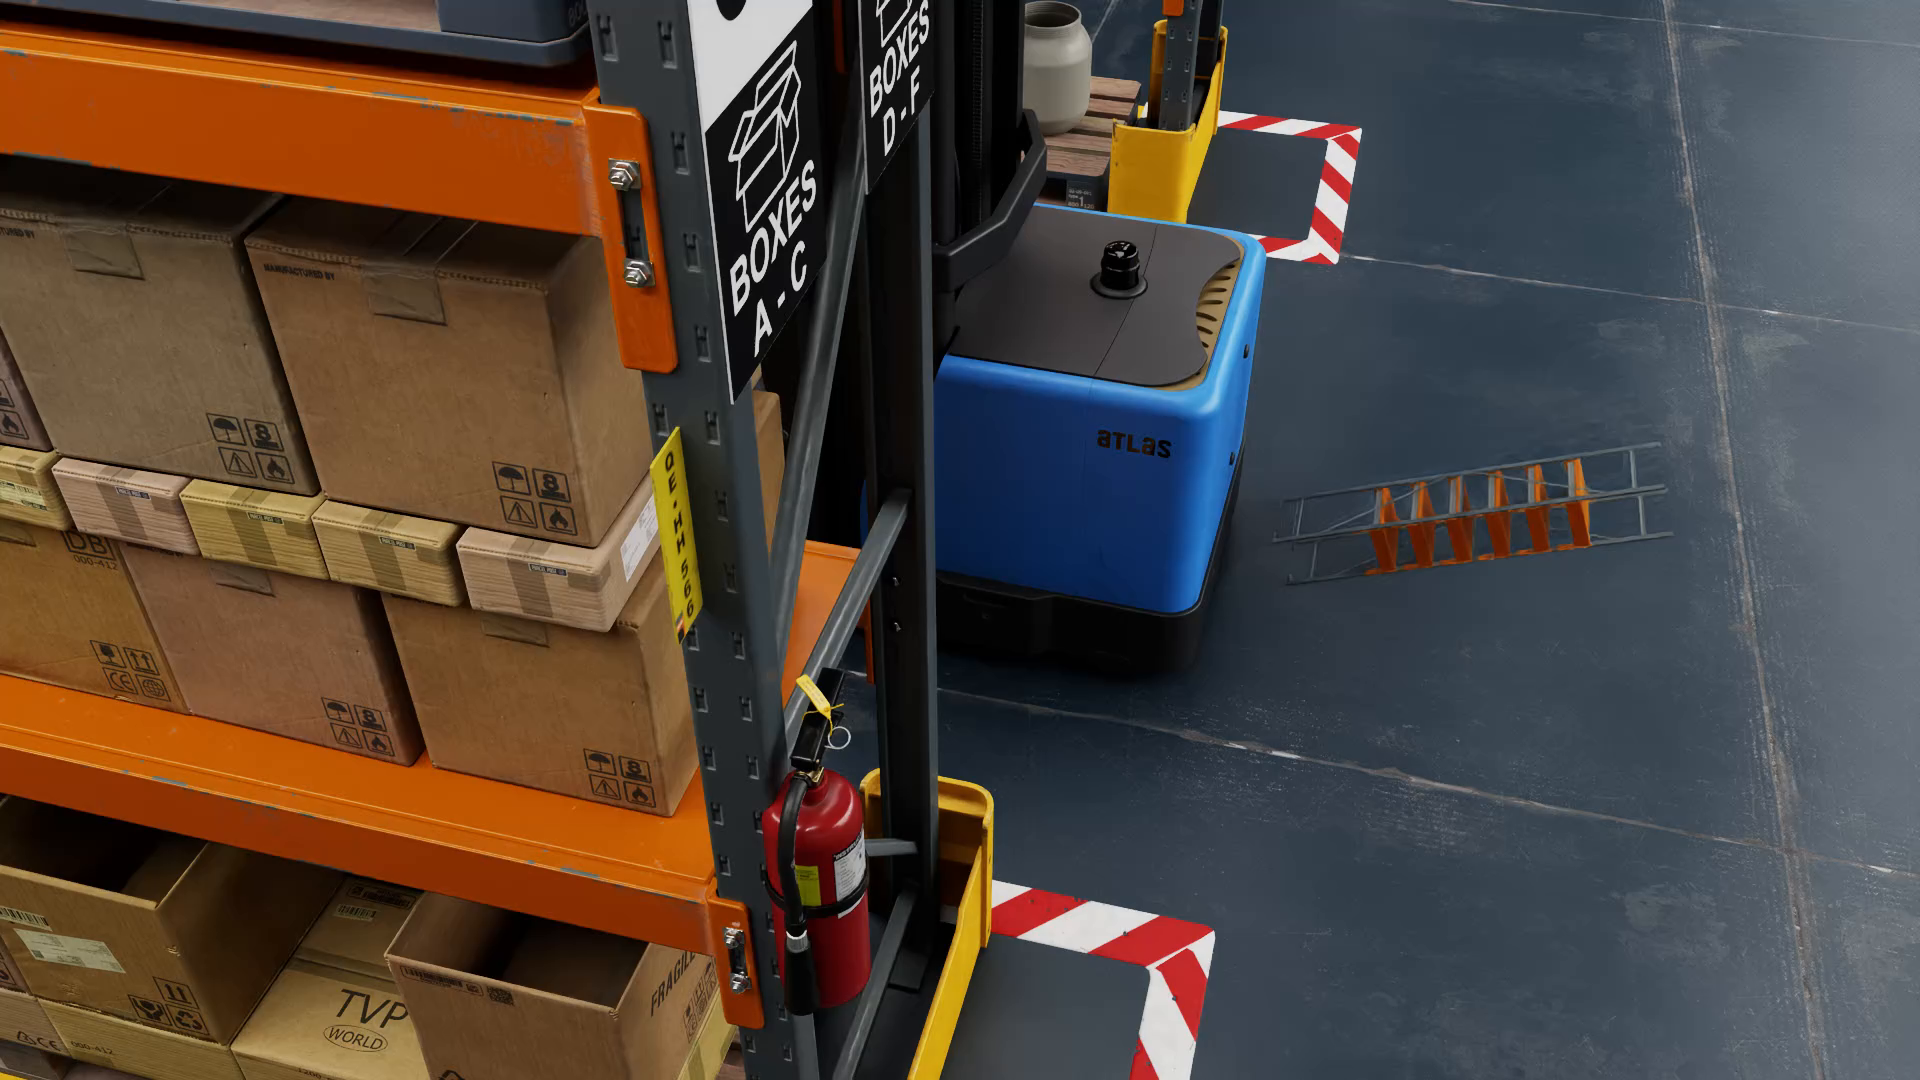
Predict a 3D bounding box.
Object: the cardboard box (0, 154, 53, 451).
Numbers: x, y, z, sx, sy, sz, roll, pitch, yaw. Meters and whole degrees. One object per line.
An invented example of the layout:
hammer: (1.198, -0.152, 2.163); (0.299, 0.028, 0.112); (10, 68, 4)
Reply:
cardboard box: (-1.737, -0.600, 3.046); (0.500, 0.500, 0.700); (10, 41, 12)

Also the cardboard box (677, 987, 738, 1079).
cardboard box: (-0.836, 1.183, 3.820); (0.500, 0.250, 0.500); (10, 41, 11)

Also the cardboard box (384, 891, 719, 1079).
cardboard box: (-0.836, 0.897, 3.577); (0.500, 0.500, 0.500); (10, 41, 11)

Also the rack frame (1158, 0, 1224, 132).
rack frame: (1.043, -2.880, 6.847); (0.127, 3.000, 1.000); (10, 41, 11)

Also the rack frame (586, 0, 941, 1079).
rack frame: (-0.241, 0.197, 3.183); (0.127, 3.000, 1.000); (10, 41, 11)

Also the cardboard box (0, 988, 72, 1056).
cardboard box: (-2.288, 0.941, 4.108); (0.500, 0.250, 0.500); (10, 41, 11)

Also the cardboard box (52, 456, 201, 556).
cardboard box: (-1.402, -0.163, 3.030); (0.250, 0.149, 0.380); (10, 41, 12)

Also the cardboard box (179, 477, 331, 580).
cardboard box: (-1.160, -0.120, 2.979); (0.250, 0.149, 0.380); (9, 41, 11)

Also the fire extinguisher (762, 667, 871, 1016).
fire extinguisher: (-0.247, 0.535, 2.841); (0.183, 0.674, 0.296); (10, 41, 11)

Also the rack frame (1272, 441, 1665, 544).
rack frame: (1.596, -0.147, 5.303); (1.200, 0.006, 0.240); (-9, 35, 25)

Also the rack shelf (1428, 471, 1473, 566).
rack shelf: (1.589, -0.070, 5.370); (0.103, 0.180, 0.258); (-9, 35, 25)

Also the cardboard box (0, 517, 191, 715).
cardboard box: (-1.676, -0.098, 3.456); (0.500, 0.500, 0.700); (10, 41, 12)

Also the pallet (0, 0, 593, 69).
pallet: (-0.918, -1.052, 2.406); (1.213, 0.211, 1.003); (10, 41, 11)

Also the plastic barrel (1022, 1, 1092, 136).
plastic barrel: (0.387, -2.150, 7.586); (0.421, 0.512, 0.421); (0, 40, 0)

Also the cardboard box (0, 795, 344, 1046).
cardboard box: (-1.806, 0.740, 3.765); (0.500, 0.500, 0.500); (10, 41, 11)

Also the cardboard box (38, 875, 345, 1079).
cardboard box: (-1.805, 1.026, 4.008); (0.500, 0.250, 0.500); (10, 41, 11)

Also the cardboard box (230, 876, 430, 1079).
cardboard box: (-1.322, 1.108, 3.910); (0.500, 0.250, 0.500); (10, 41, 11)

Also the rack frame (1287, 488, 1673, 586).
rack frame: (1.662, -0.006, 5.399); (1.200, 0.006, 0.240); (-9, 35, 25)

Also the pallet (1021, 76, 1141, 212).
pallet: (0.174, -1.934, 7.889); (1.213, 0.211, 1.003); (10, 41, 11)

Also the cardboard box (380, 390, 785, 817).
cardboard box: (-0.689, 0.073, 3.253); (0.500, 0.500, 0.700); (10, 41, 11)

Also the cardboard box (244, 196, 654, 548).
cardboard box: (-0.740, -0.433, 2.846); (0.500, 0.500, 0.700); (10, 41, 12)

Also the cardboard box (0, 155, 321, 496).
cardboard box: (-1.250, -0.517, 2.946); (0.500, 0.500, 0.700); (9, 41, 10)

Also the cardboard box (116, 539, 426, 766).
cardboard box: (-1.198, -0.011, 3.353); (0.500, 0.500, 0.700); (11, 41, 13)

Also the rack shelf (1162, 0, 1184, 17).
rack shelf: (-0.889, -2.937, 7.474); (4.000, 0.370, 1.077); (10, 41, 11)

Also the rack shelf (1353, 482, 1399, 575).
rack shelf: (1.374, -0.037, 5.470); (0.103, 0.180, 0.258); (-9, 35, 25)

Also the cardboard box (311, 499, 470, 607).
cardboard box: (-0.913, -0.078, 2.928); (0.250, 0.149, 0.380); (11, 41, 13)

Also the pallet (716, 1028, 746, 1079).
pallet: (-0.991, 1.163, 4.201); (1.213, 0.211, 1.003); (10, 41, 11)

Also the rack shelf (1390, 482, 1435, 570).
rack shelf: (1.482, -0.054, 5.420); (0.103, 0.180, 0.258); (-9, 35, 25)

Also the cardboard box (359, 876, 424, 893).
cardboard box: (-1.186, 0.781, 4.300); (0.500, 0.250, 0.500); (10, 41, 11)

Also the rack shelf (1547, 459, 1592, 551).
rack shelf: (1.912, -0.119, 5.218); (0.103, 0.180, 0.258); (-9, 35, 25)

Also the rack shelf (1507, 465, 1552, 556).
rack shelf: (1.805, -0.103, 5.269); (0.103, 0.180, 0.258); (-9, 35, 25)

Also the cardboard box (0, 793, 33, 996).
cardboard box: (-2.289, 0.656, 3.864); (0.500, 0.500, 0.500); (10, 41, 11)

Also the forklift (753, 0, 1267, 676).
forklift: (-0.599, -1.236, 4.943); (3.031, 2.935, 1.130); (11, 41, 13)

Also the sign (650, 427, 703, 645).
sign: (-0.395, -0.003, 2.336); (0.005, 0.325, 0.100); (10, 41, 11)

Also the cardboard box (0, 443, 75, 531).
cardboard box: (-1.656, -0.207, 3.082); (0.250, 0.149, 0.380); (11, 41, 13)

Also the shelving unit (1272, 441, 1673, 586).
shelving unit: (1.629, -0.076, 5.351); (1.200, 0.189, 0.258); (-9, 35, 25)

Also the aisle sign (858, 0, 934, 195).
aisle sign: (-0.099, -0.978, 2.561); (0.004, 0.787, 0.394); (10, 41, 11)

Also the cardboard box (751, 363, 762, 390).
cardboard box: (-0.565, -0.289, 3.180); (0.250, 0.149, 0.380); (9, 41, 11)

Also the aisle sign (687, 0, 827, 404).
aisle sign: (-0.254, -0.605, 2.117); (0.004, 0.787, 0.394); (10, 41, 11)

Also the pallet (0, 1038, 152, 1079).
pallet: (-2.166, 0.959, 4.444); (1.213, 0.211, 1.003); (10, 41, 11)

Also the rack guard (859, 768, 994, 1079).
rack guard: (-0.218, 1.158, 3.983); (0.348, 0.500, 1.175); (10, 41, 11)

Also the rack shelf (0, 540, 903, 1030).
rack shelf: (-2.173, 0.140, 3.811); (4.000, 0.370, 1.077); (10, 41, 11)

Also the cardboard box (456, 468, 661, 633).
cardboard box: (-0.660, -0.035, 2.877); (0.250, 0.149, 0.380); (9, 41, 11)

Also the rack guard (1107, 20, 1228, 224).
rack guard: (0.957, -1.906, 7.631); (0.348, 0.500, 1.175); (10, 41, 11)

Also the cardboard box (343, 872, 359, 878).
cardboard box: (-1.669, 0.697, 4.399); (0.500, 0.250, 0.500); (10, 41, 11)

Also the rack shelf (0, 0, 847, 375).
rack shelf: (-2.173, -1.009, 2.846); (4.000, 0.370, 1.077); (10, 41, 11)

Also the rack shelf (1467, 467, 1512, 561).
rack shelf: (1.697, -0.086, 5.319); (0.103, 0.180, 0.258); (-9, 35, 25)
